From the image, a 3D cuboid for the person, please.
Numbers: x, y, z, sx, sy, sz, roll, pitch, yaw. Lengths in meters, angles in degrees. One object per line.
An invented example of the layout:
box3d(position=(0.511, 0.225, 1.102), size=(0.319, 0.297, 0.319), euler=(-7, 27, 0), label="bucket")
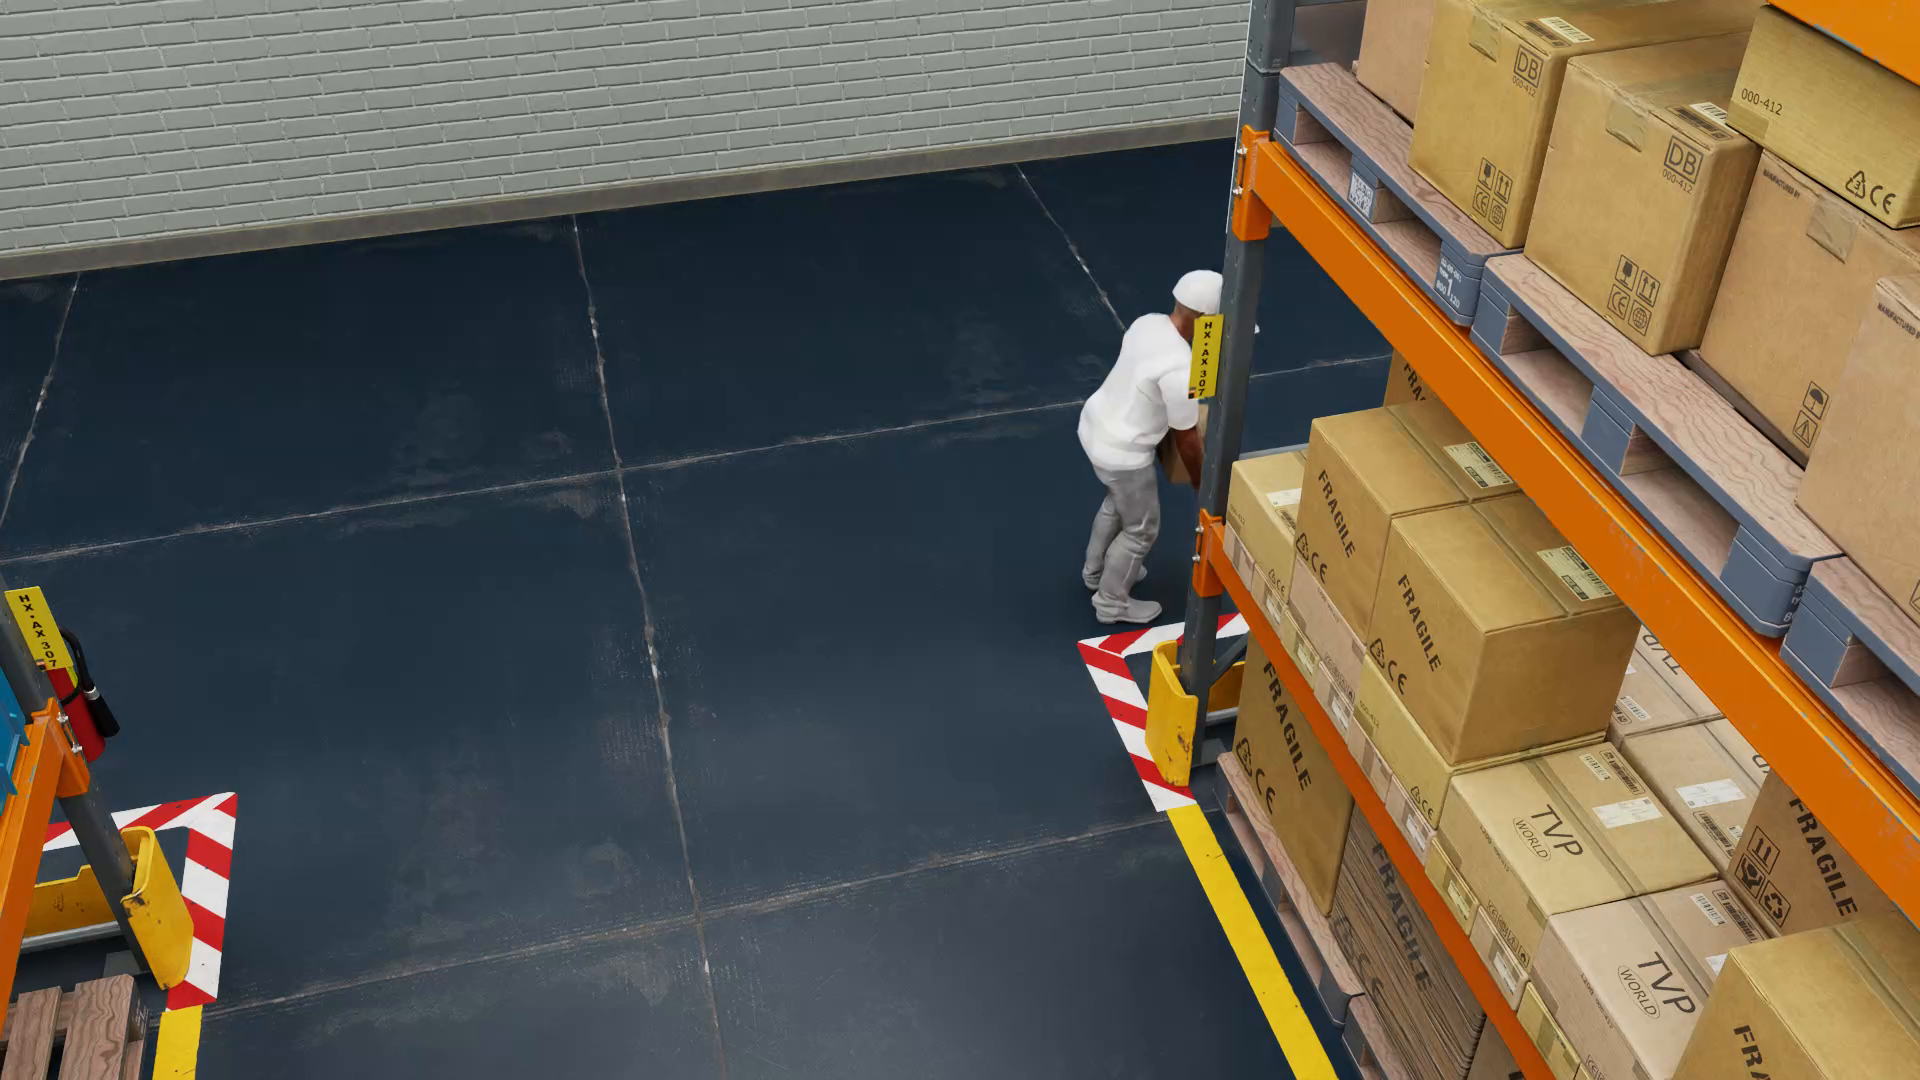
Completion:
box3d(position=(0.839, -0.412, 7.282), size=(0.638, 1.693, 0.488), euler=(-6, 38, -8), label="person")
